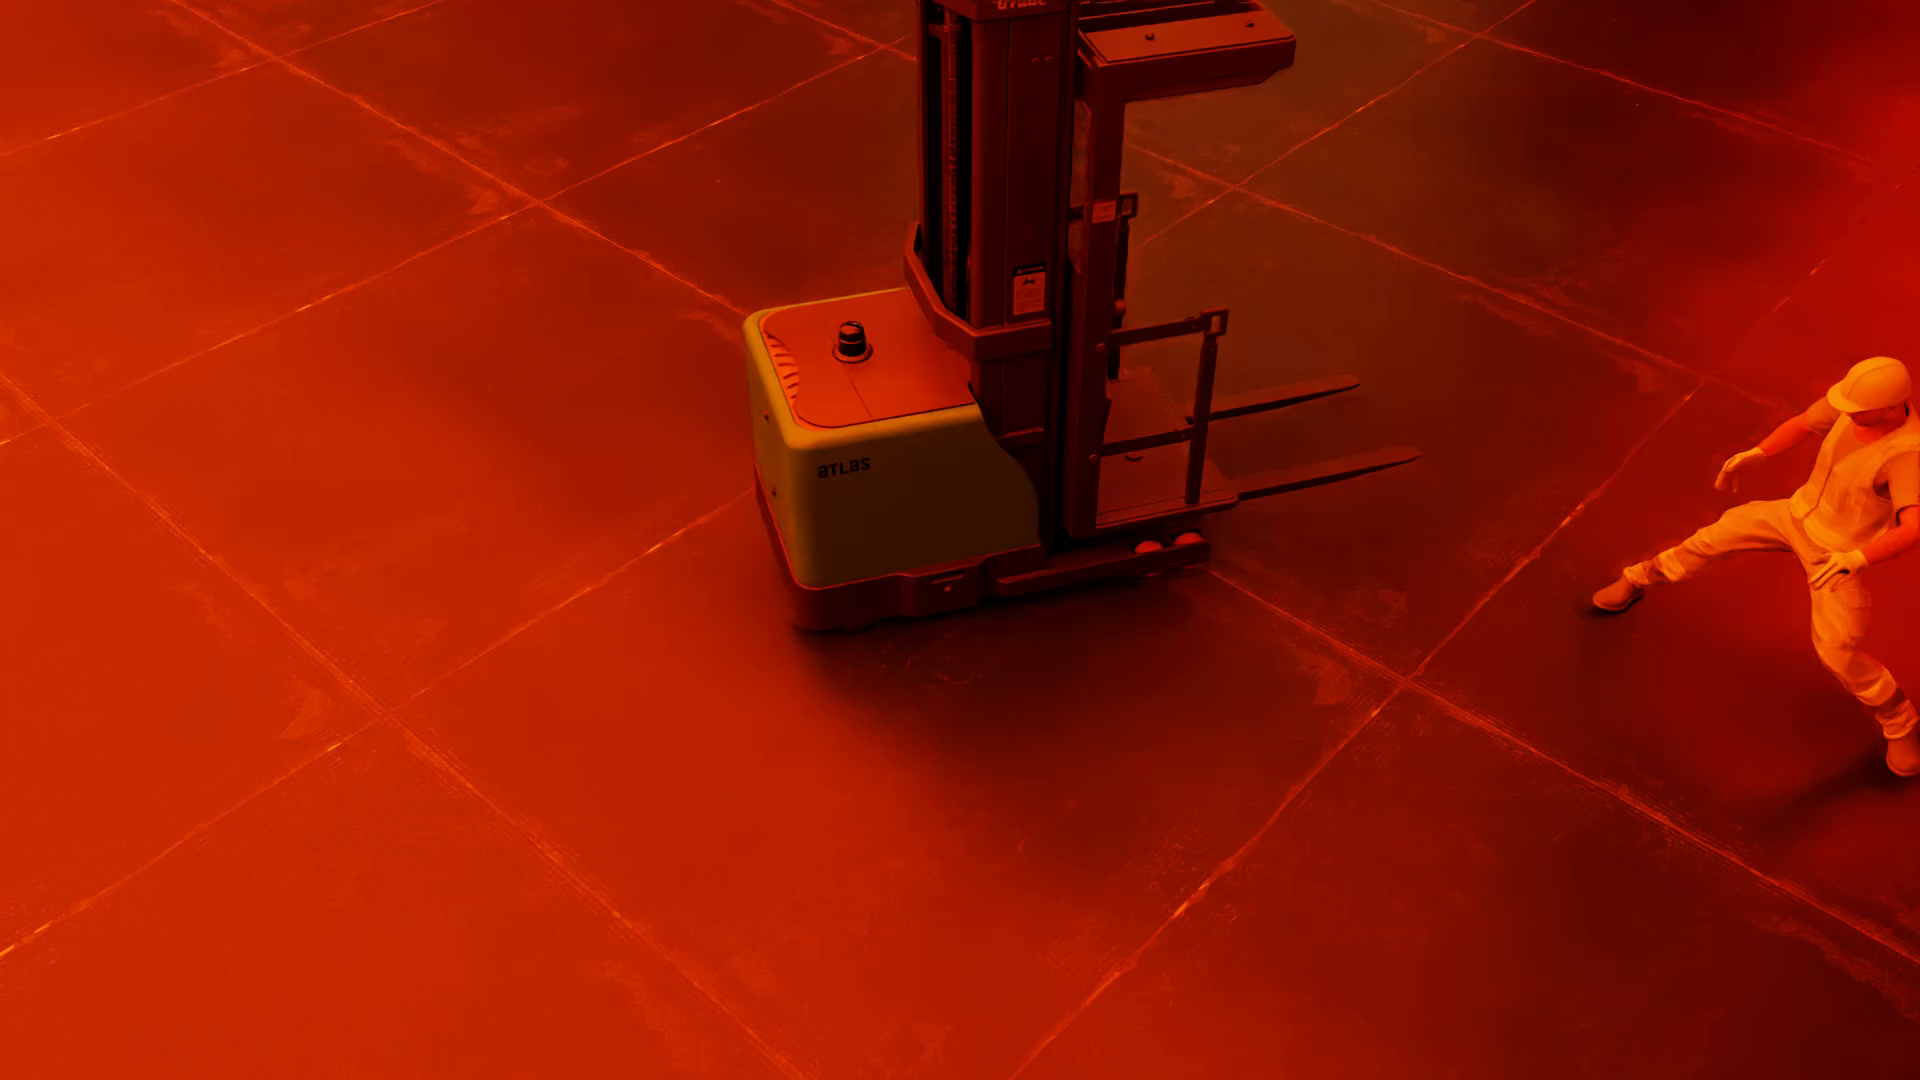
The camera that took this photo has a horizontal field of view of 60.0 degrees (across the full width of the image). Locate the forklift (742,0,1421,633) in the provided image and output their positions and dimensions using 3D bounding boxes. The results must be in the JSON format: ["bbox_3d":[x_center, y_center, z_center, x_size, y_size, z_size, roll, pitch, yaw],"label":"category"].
[{"bbox_3d":[0.622,-1.264,6.902,3.031,2.935,1.130,-11,42,-13],"label":"forklift"}]

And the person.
[{"bbox_3d":[3.315,-0.011,6.477,0.945,1.572,1.267,-5,41,-6],"label":"person"}]
